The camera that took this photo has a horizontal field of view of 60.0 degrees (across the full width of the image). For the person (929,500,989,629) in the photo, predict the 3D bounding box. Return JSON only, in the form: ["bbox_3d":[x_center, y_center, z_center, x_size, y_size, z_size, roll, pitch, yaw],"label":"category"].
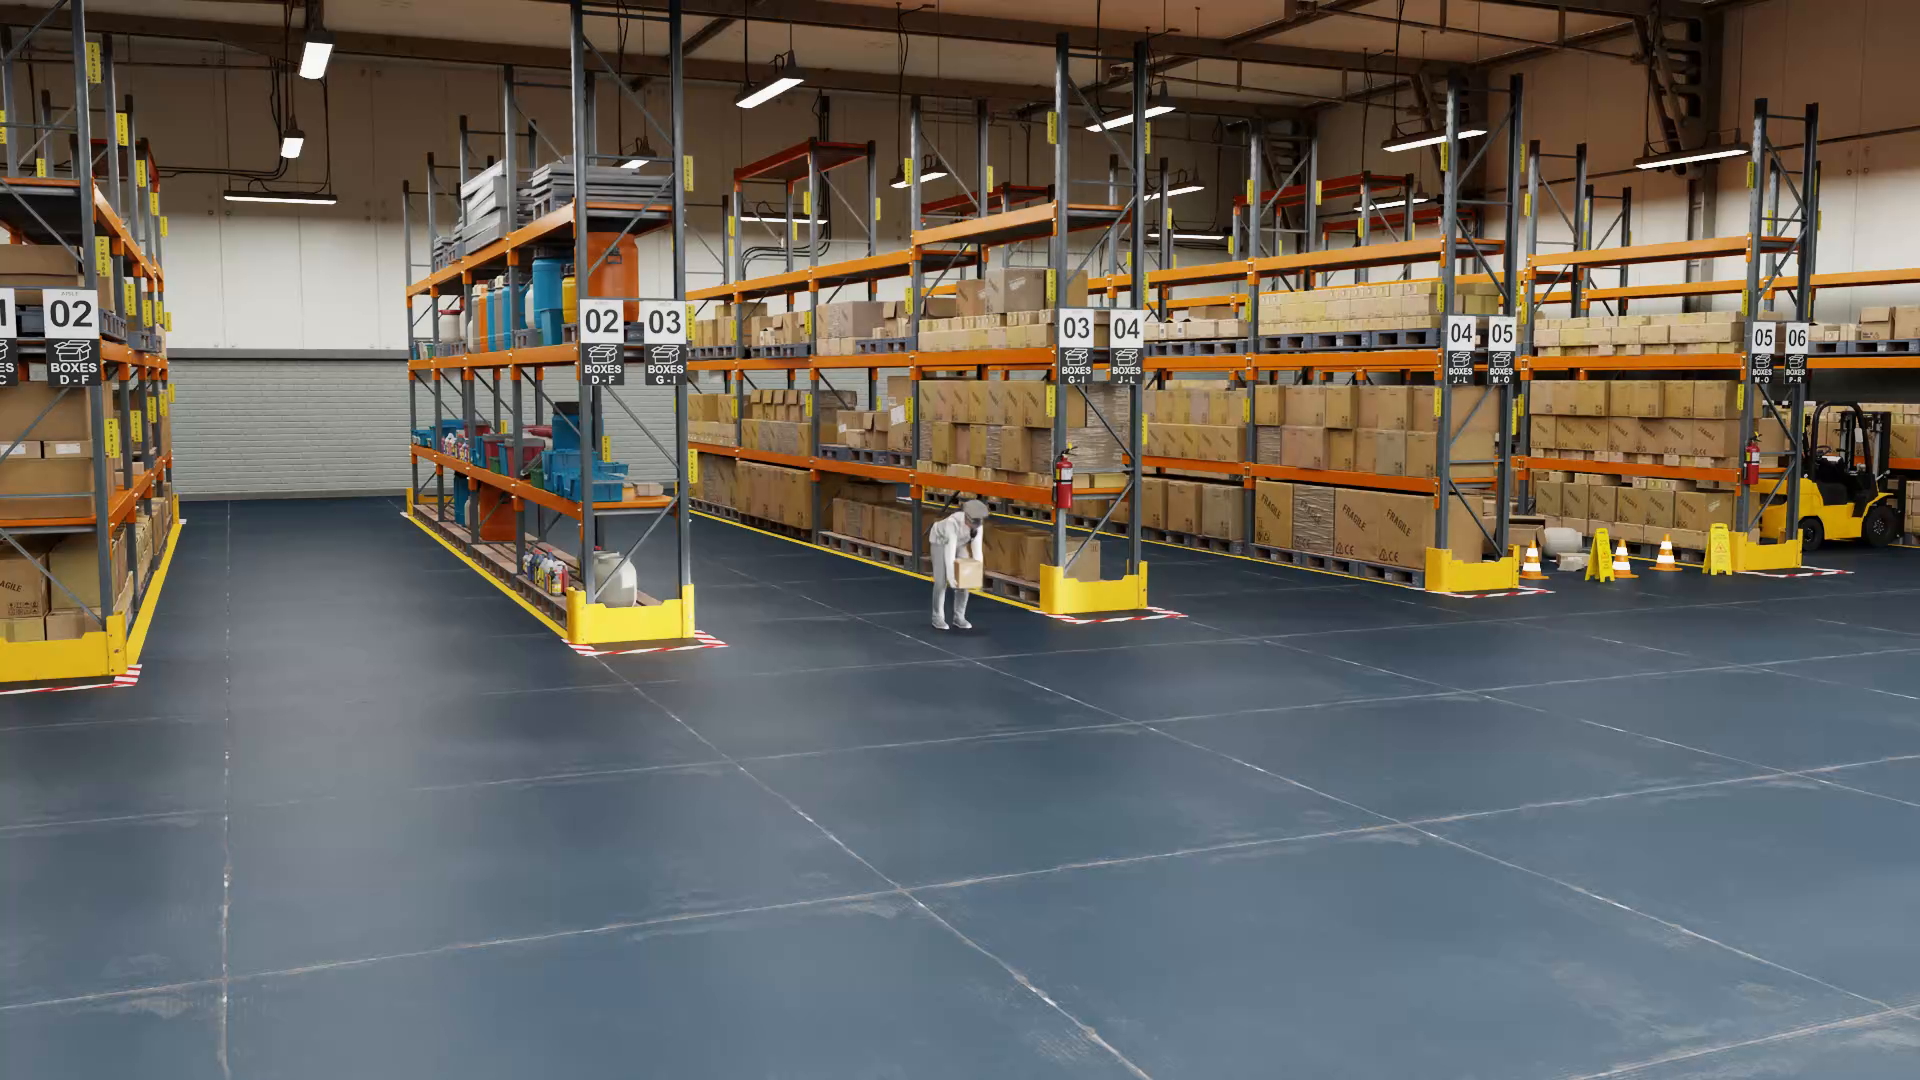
[{"bbox_3d":[0.006,0.244,16.372,0.409,1.306,0.886,-3,6,-25],"label":"person"}]
